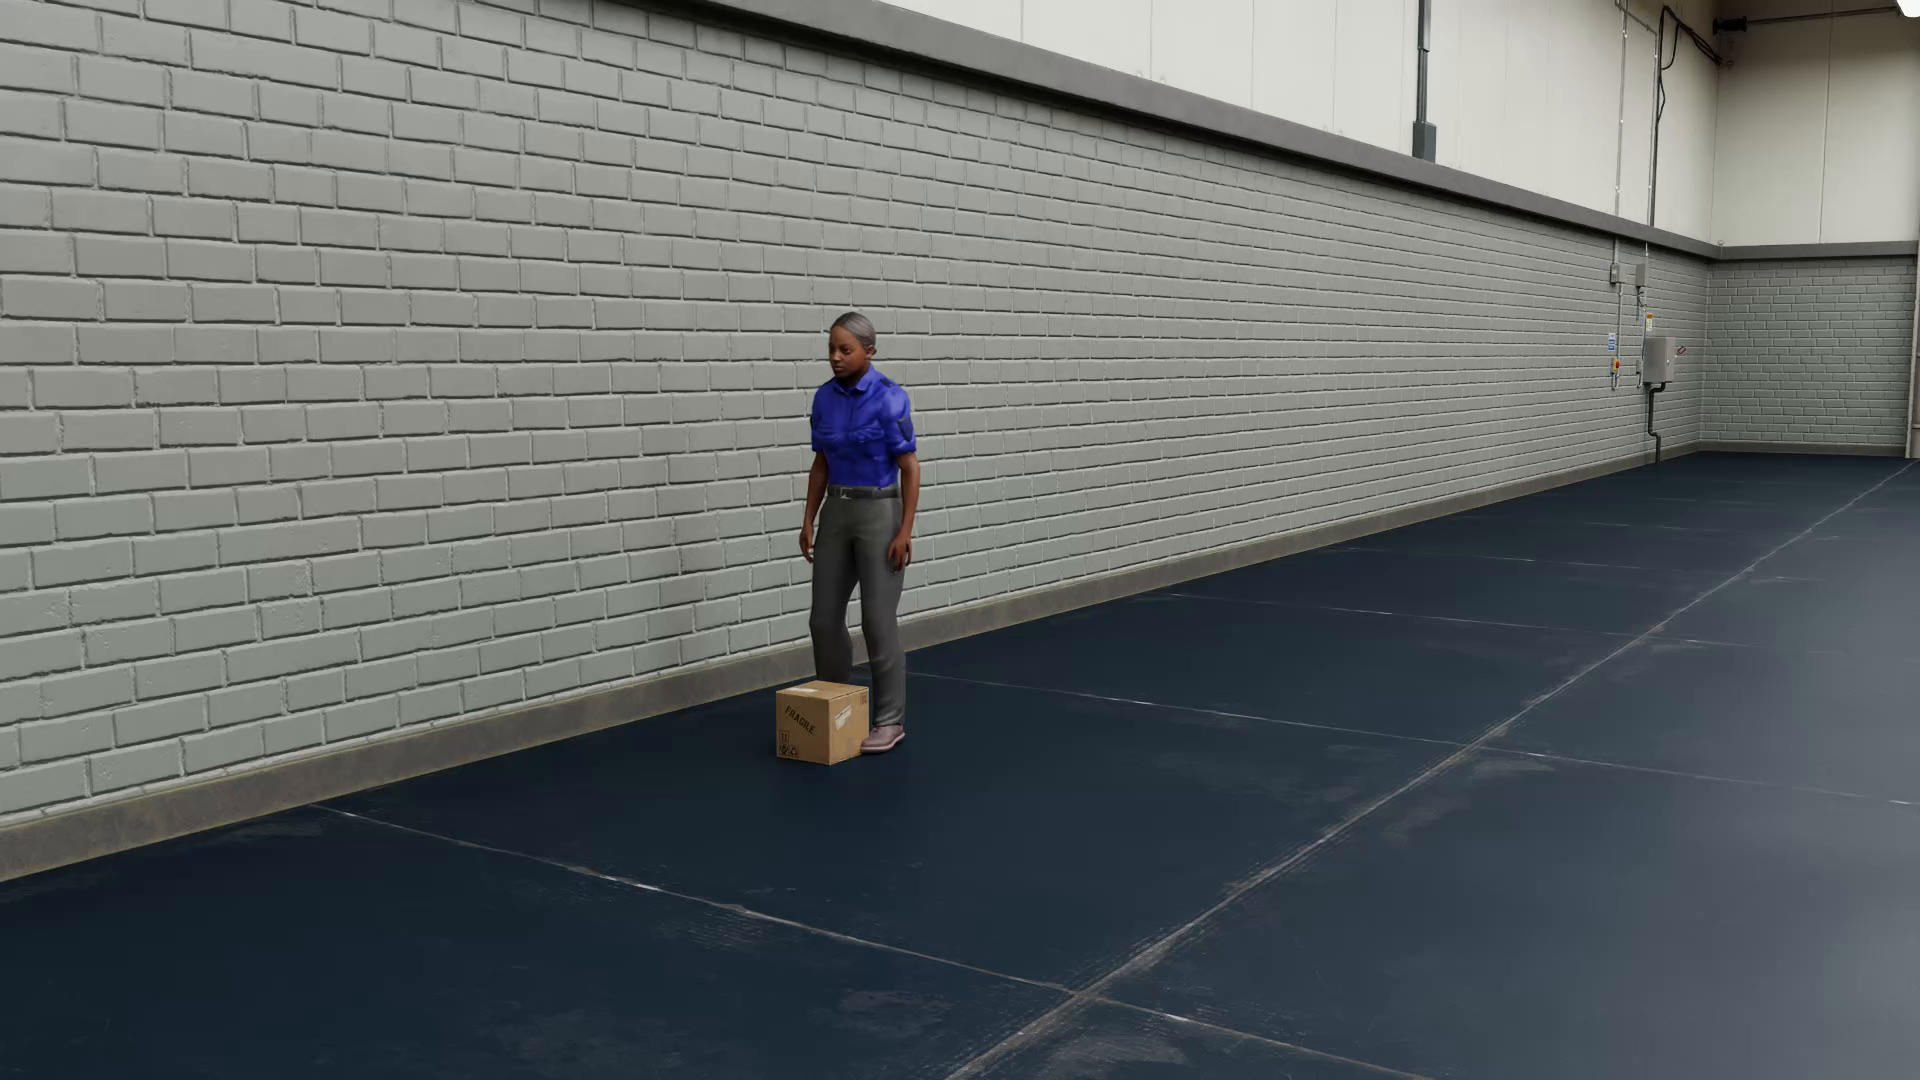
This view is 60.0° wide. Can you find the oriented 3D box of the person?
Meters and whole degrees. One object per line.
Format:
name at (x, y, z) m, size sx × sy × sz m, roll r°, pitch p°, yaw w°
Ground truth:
person at (-0.394, -0.036, 6.353) m, size 0.521 × 1.655 × 0.351 m, roll 4°, pitch 8°, yaw 32°
